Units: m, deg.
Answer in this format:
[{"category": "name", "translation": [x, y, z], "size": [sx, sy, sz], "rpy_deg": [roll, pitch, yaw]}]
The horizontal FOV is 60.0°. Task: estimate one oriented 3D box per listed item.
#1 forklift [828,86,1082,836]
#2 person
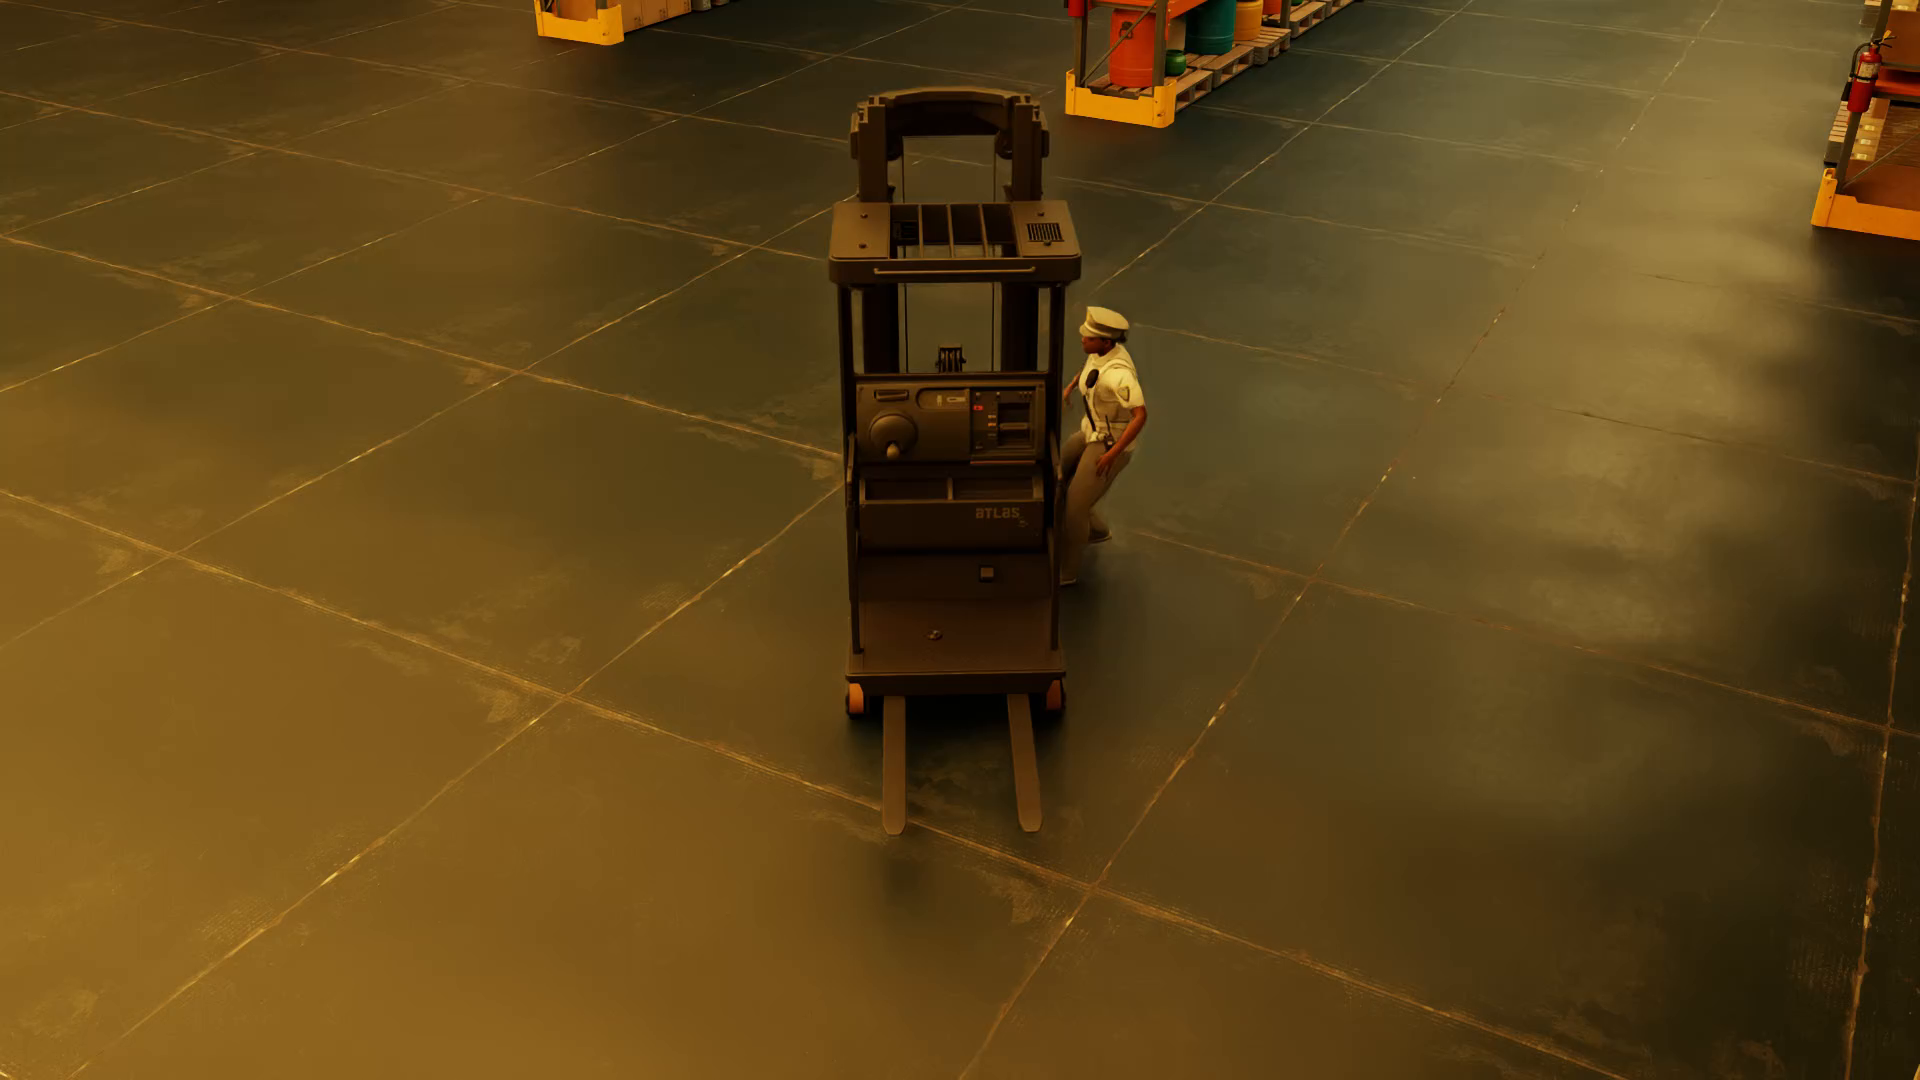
[{"category": "forklift", "translation": [-0.033, -0.542, 8.009], "size": [1.130, 2.935, 3.031], "rpy_deg": [-1, 30, -2]}, {"category": "person", "translation": [0.678, -0.551, 9.371], "size": [0.638, 1.604, 0.882], "rpy_deg": [-3, 30, -6]}]
